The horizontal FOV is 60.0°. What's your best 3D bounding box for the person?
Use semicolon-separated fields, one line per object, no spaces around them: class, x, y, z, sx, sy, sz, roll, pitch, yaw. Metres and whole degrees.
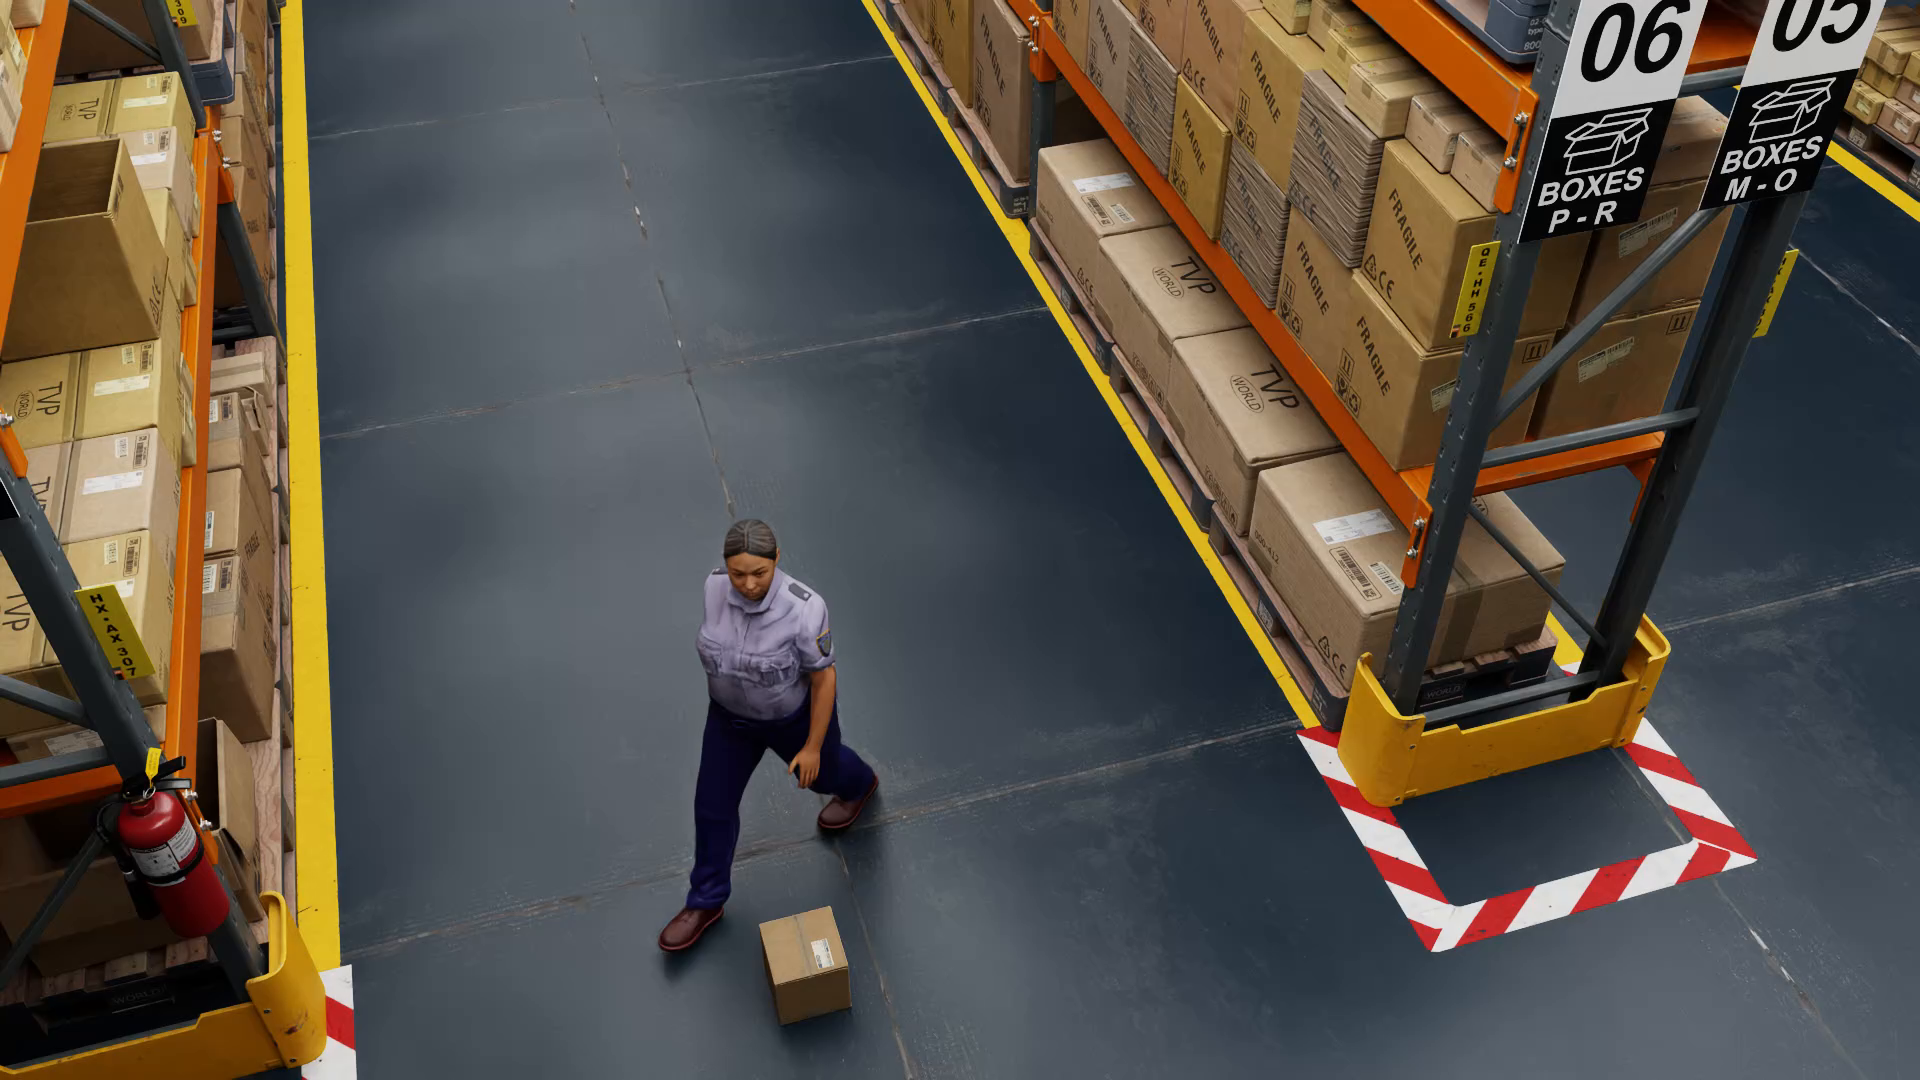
person;-0.664;0.629;5.519;0.503;1.573;0.990;15;44;15
